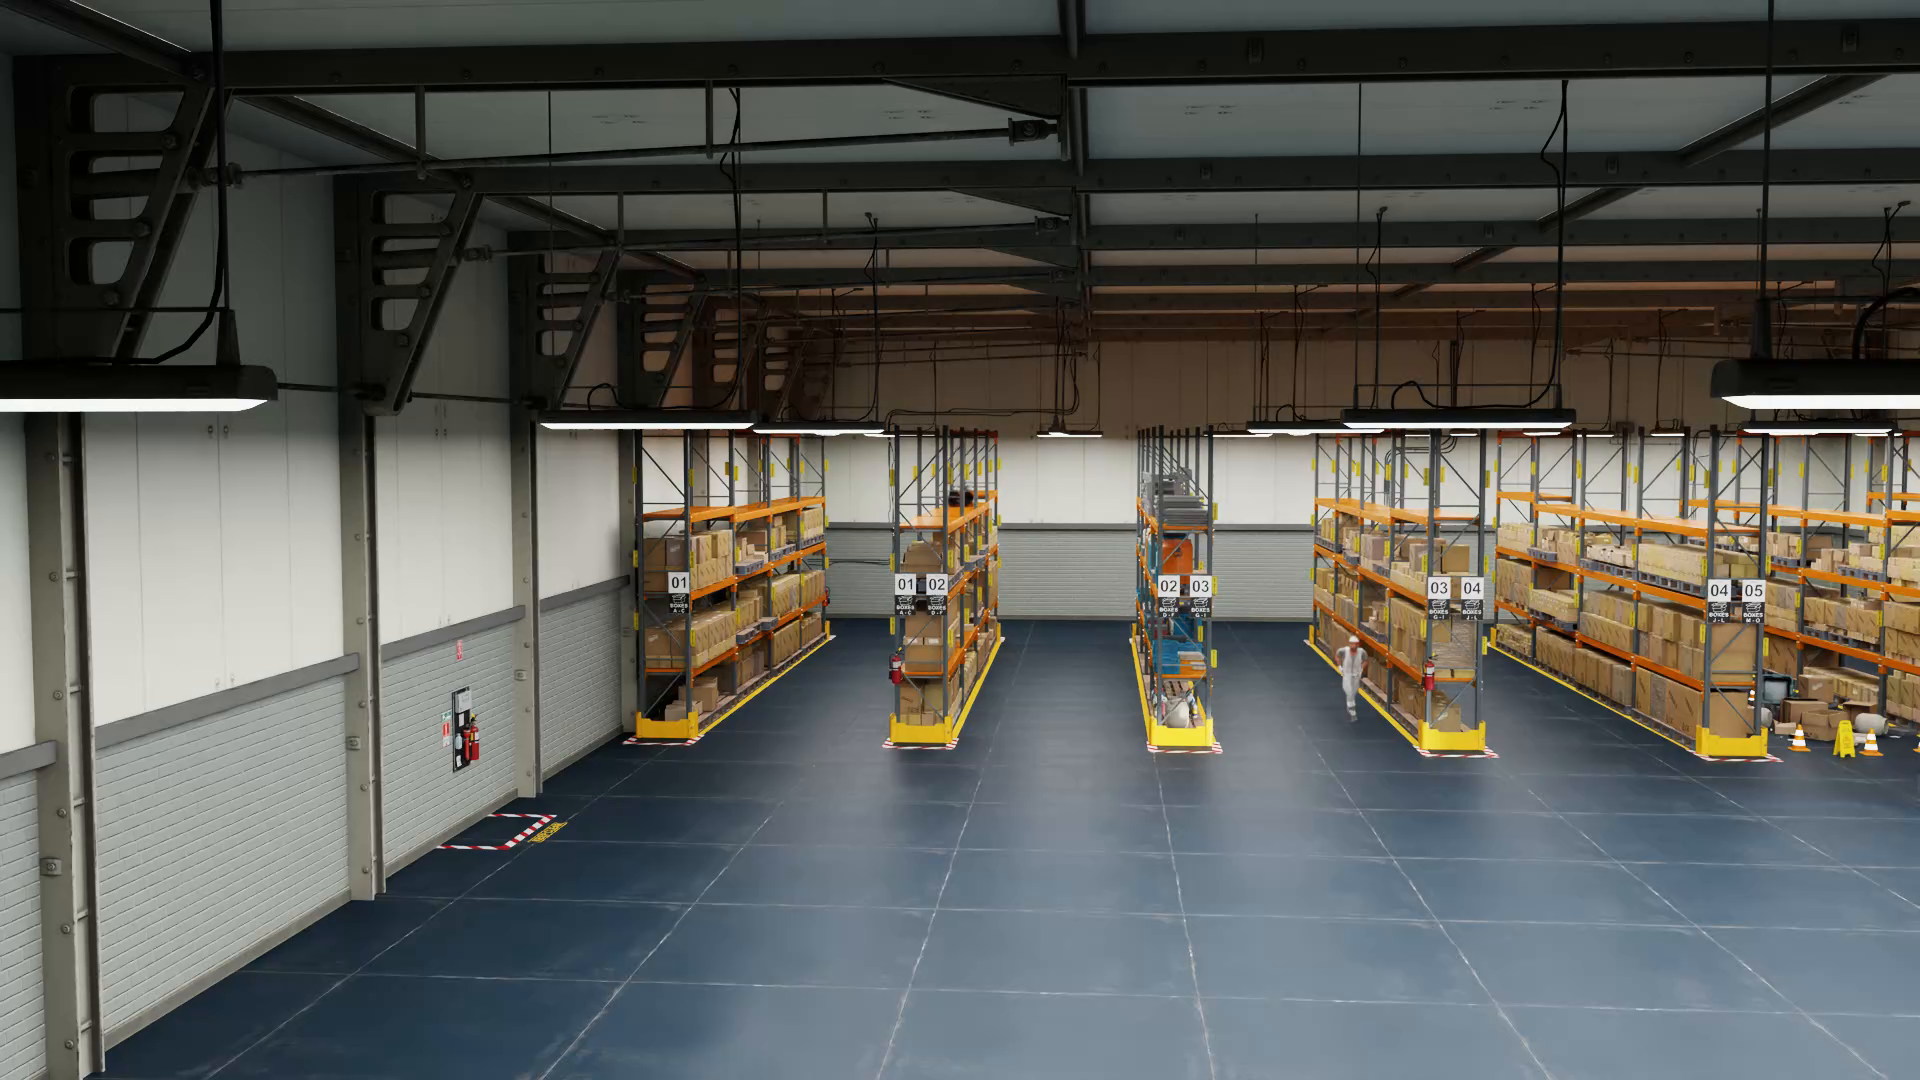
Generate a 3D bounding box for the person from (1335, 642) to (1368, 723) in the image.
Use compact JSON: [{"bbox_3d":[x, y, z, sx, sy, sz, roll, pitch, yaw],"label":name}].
[{"bbox_3d":[8.033,2.849,34.174,0.670,1.732,0.996,0,3,8],"label":"person"}]
